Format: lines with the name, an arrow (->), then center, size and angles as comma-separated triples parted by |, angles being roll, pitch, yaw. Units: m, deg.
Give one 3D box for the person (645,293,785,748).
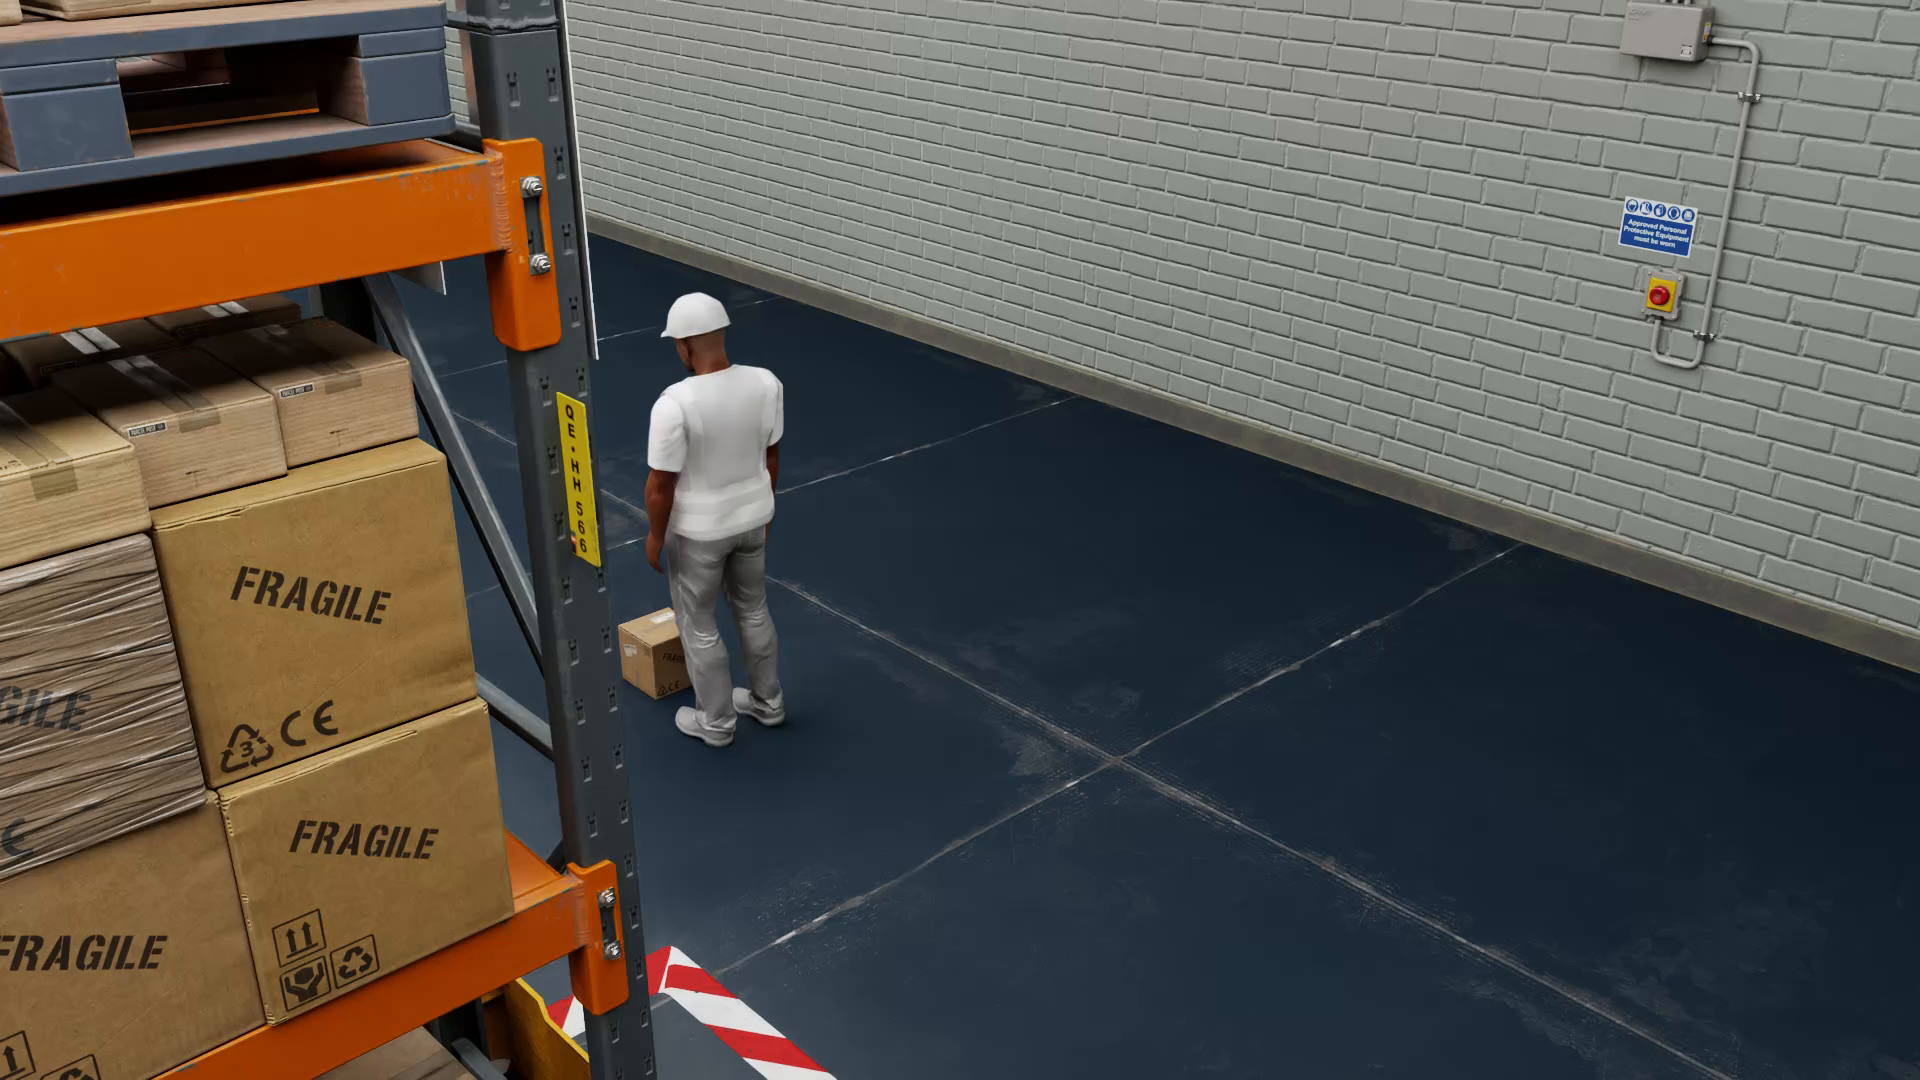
person -> -0.915, -0.063, 6.224 | 0.567, 1.764, 0.363 | -20, 31, -38
